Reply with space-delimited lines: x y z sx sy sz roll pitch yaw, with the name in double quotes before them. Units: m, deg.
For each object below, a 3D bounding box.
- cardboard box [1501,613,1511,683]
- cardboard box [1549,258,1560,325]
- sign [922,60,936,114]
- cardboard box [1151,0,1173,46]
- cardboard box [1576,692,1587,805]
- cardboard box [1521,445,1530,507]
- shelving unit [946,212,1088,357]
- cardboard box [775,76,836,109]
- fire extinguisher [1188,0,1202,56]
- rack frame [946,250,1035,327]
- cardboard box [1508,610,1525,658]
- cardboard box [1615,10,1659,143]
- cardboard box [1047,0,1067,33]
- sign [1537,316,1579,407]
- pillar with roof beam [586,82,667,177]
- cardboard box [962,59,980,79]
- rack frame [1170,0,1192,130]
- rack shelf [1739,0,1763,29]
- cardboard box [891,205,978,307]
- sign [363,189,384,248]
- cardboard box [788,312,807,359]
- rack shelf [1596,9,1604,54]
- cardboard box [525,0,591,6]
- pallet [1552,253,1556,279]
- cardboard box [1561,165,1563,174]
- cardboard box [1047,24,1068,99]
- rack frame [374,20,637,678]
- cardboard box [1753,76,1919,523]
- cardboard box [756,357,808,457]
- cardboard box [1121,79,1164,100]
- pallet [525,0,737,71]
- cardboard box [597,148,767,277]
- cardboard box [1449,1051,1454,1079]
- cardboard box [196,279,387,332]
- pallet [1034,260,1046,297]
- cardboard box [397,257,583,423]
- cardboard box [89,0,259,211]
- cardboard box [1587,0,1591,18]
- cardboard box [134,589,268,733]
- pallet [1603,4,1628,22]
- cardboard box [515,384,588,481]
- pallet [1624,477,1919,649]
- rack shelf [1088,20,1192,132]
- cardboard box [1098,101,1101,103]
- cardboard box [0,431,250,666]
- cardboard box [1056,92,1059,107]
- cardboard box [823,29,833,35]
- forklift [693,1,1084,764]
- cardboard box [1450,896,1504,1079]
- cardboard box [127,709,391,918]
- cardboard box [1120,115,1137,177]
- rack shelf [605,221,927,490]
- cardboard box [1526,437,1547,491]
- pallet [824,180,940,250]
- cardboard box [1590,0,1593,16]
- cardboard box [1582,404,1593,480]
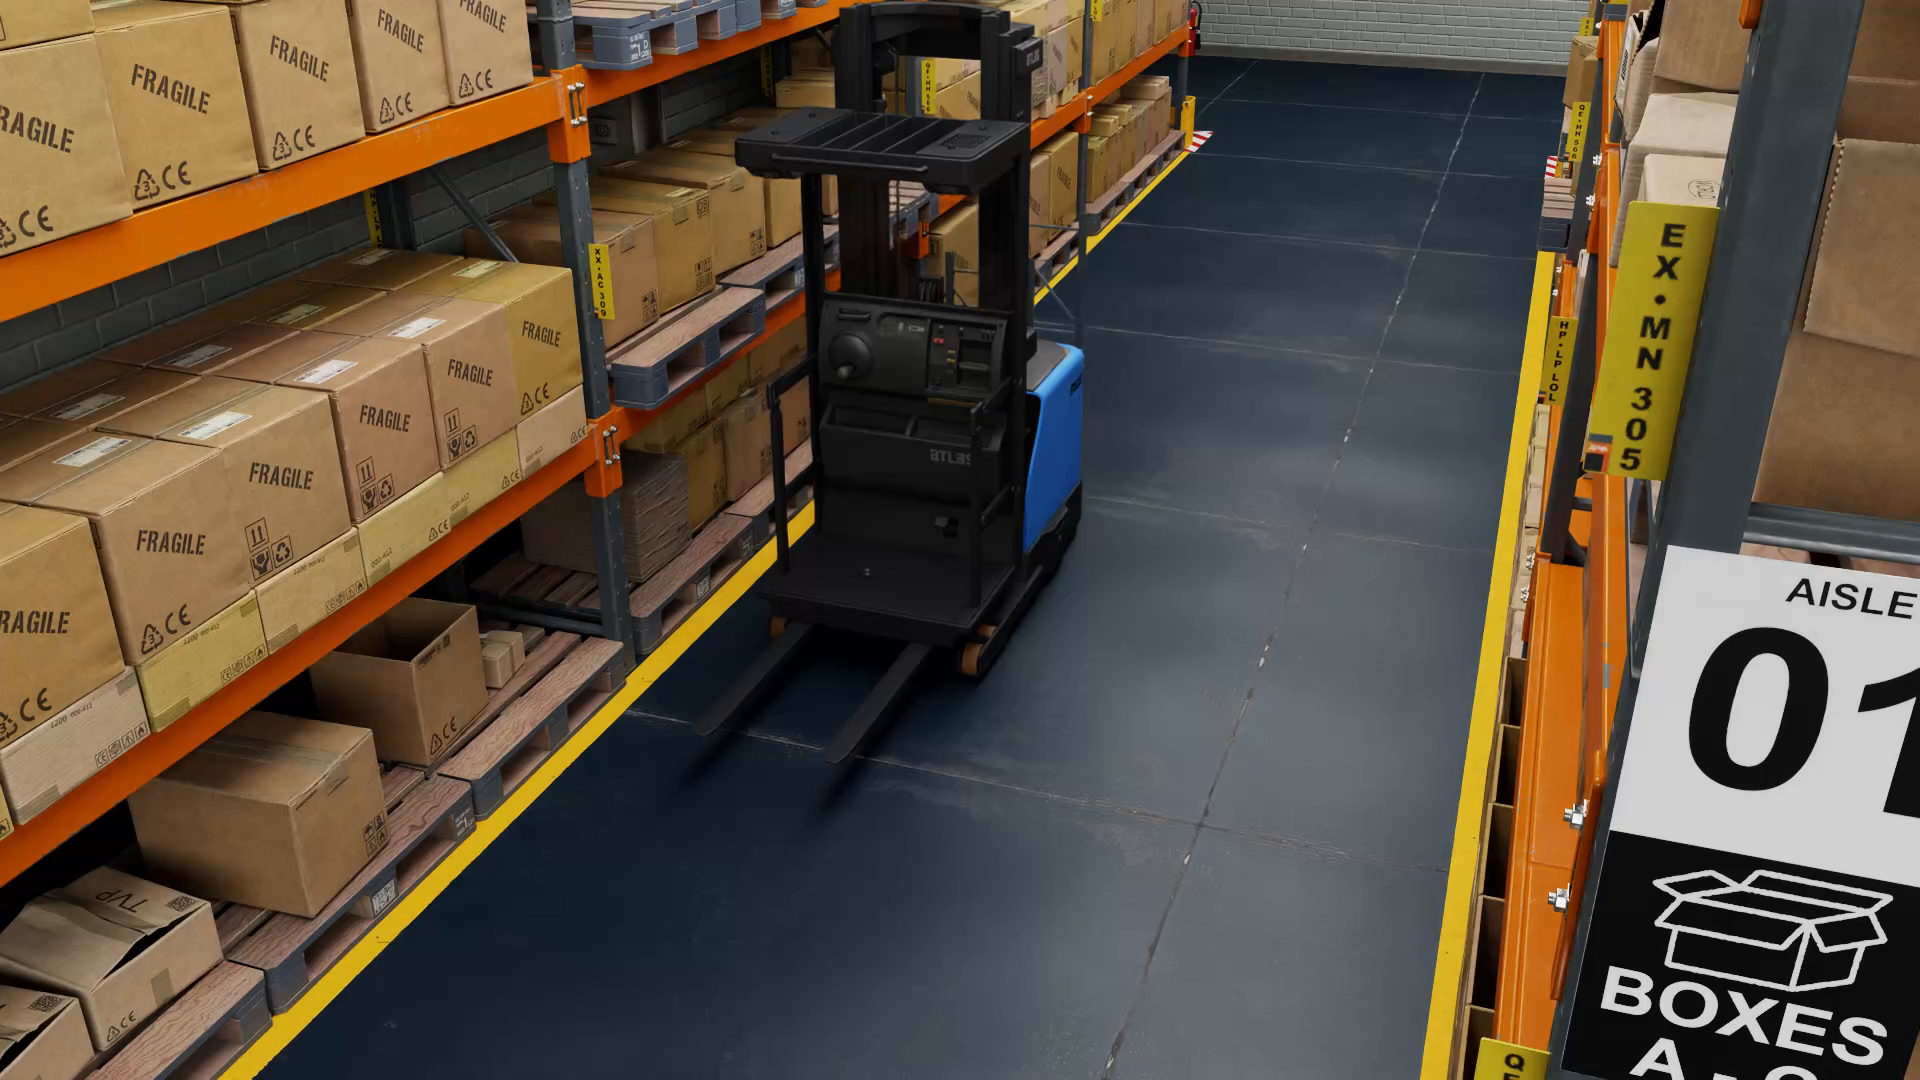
"cardboard box" 2.663 0.560 7.325 0.500 0.250 0.500 8 27 17
"cardboard box" 4.390 -1.633 11.544 0.500 0.500 0.500 8 27 15
"sign" -0.199 -2.840 10.436 0.100 0.325 0.005 9 27 17
"cardboard box" 1.557 -5.340 16.493 0.980 0.700 0.700 9 27 17
"cardboard box" 2.146 0.493 4.675 0.700 0.500 0.500 9 27 18
"cardboard box" 3.341 -0.285 9.069 0.500 0.250 0.500 8 27 16
"shelving unit" 0.338 -1.076 9.751 0.538 1.500 1.048 9 27 18
"cardboard box" -0.893 -2.684 9.987 0.380 0.149 0.250 4 26 9
"fire extinguisher" 2.434 -5.509 17.703 0.296 0.674 0.183 9 27 17
"rack frame" 0.163 -0.868 9.322 0.500 1.500 0.032 9 27 18
"cardboard box" 2.492 0.519 6.765 0.500 0.311 0.500 9 27 17
"cardboard box" 2.032 -1.240 4.387 0.500 0.311 0.500 7 27 15
"cardboard box" 0.524 -4.161 13.062 0.500 0.250 0.500 9 27 19
"sign" 2.113 -0.629 5.869 0.100 0.325 0.005 9 27 17
"pillar with roof beam" 2.098 -4.096 7.384 9.100 9.000 0.400 9 27 17
"cardboard box" -0.141 -3.325 11.335 0.500 0.250 0.500 8 27 17
"rack frame" 1.949 -5.717 17.615 1.000 3.000 0.127 9 27 17
"rack shelf" 1.962 -1.443 3.189 1.077 0.370 4.000 9 27 17
"cardboard box" -0.345 -1.934 11.787 0.750 0.750 0.750 8 27 17
"sign" -2.569 -1.386 7.341 0.100 0.325 0.005 9 27 17
"cardboard box" -1.153 -1.311 10.019 0.500 0.250 0.500 9 27 18
"rack shelf" 4.624 -3.561 10.545 1.077 0.370 4.000 9 27 17
"cardboard box" -1.787 -2.583 7.103 0.500 0.500 0.500 13 29 25
"pallet" 5.519 -2.383 13.930 1.003 0.211 1.213 9 27 17
"cardboard box" 6.006 -3.573 15.837 0.500 0.250 0.500 9 27 17
"cardboard box" 0.541 -3.824 13.226 0.500 0.500 0.500 9 27 18
"rack frame" -2.045 -0.786 7.430 1.000 3.000 0.127 9 27 17
"cardboard box" 1.492 -0.309 2.243 0.797 0.503 0.637 11 28 21
"cardboard box" -1.324 -0.796 9.815 0.700 0.500 0.500 9 27 17
"cardboard box" 1.855 -4.586 16.922 0.380 0.149 0.250 9 27 19
"pallet" -1.739 -2.289 7.310 1.213 0.211 1.003 9 27 17
"cardboard box" -1.461 -1.736 8.775 0.700 0.500 0.500 13 29 24
"cardboard box" 1.684 1.742 4.883 0.500 0.250 0.500 9 27 17
"cardboard box" -2.574 -0.690 6.521 0.500 0.500 0.500 9 27 17
"pallet" 0.027 -1.987 13.112 1.003 0.211 1.213 9 27 17
"cardboard box" -1.910 -0.825 6.801 0.500 0.500 0.500 9 27 17
"cardboard box" -2.489 -1.300 4.913 0.500 0.500 0.500 10 28 21
"cardboard box" 6.225 -4.901 15.815 0.500 0.500 0.500 9 27 19
"cardboard box" -2.580 0.338 5.258 0.500 0.250 0.500 8 27 17
"pallet" 3.817 -2.686 8.130 1.213 0.211 1.003 10 28 20
"cardboard box" -1.917 -0.488 6.966 0.500 0.250 0.500 9 27 18
"pallet" 1.557 -0.022 2.513 1.003 0.211 1.213 9 27 17
"rack shelf" 1.283 -4.571 16.075 1.077 0.370 4.000 9 27 17
"cardboard box" 1.158 -4.226 16.178 0.380 0.149 0.250 8 27 17
"cardboard box" -2.582 0.014 5.069 0.500 0.500 0.500 8 27 16
"cardboard box" 0.582 -3.582 13.471 0.380 0.149 0.250 10 27 19
"cardboard box" -0.632 -3.391 11.472 0.500 0.250 0.500 8 27 16
"forklift" -0.302 -0.869 7.682 1.130 2.935 3.031 9 27 18
"cardboard box" 1.681 1.404 4.720 0.500 0.500 0.500 9 27 17
"cardboard box" -2.580 0.986 6.136 0.700 0.500 0.500 7 27 14
"cardboard box" 1.306 -3.846 16.138 0.700 0.500 0.500 9 27 19
"rack shelf" -1.379 -1.284 9.285 1.077 0.370 4.000 9 27 17
"cardboard box" 3.169 -0.317 8.493 0.500 0.311 0.500 8 27 16
"pallet" -0.850 -2.035 10.230 1.213 0.211 1.003 9 27 17
"cardboard box" 5.719 -4.721 14.297 0.500 0.500 0.500 8 27 17
"cardboard box" 2.747 -0.396 6.780 0.396 0.266 0.258 8 27 16
